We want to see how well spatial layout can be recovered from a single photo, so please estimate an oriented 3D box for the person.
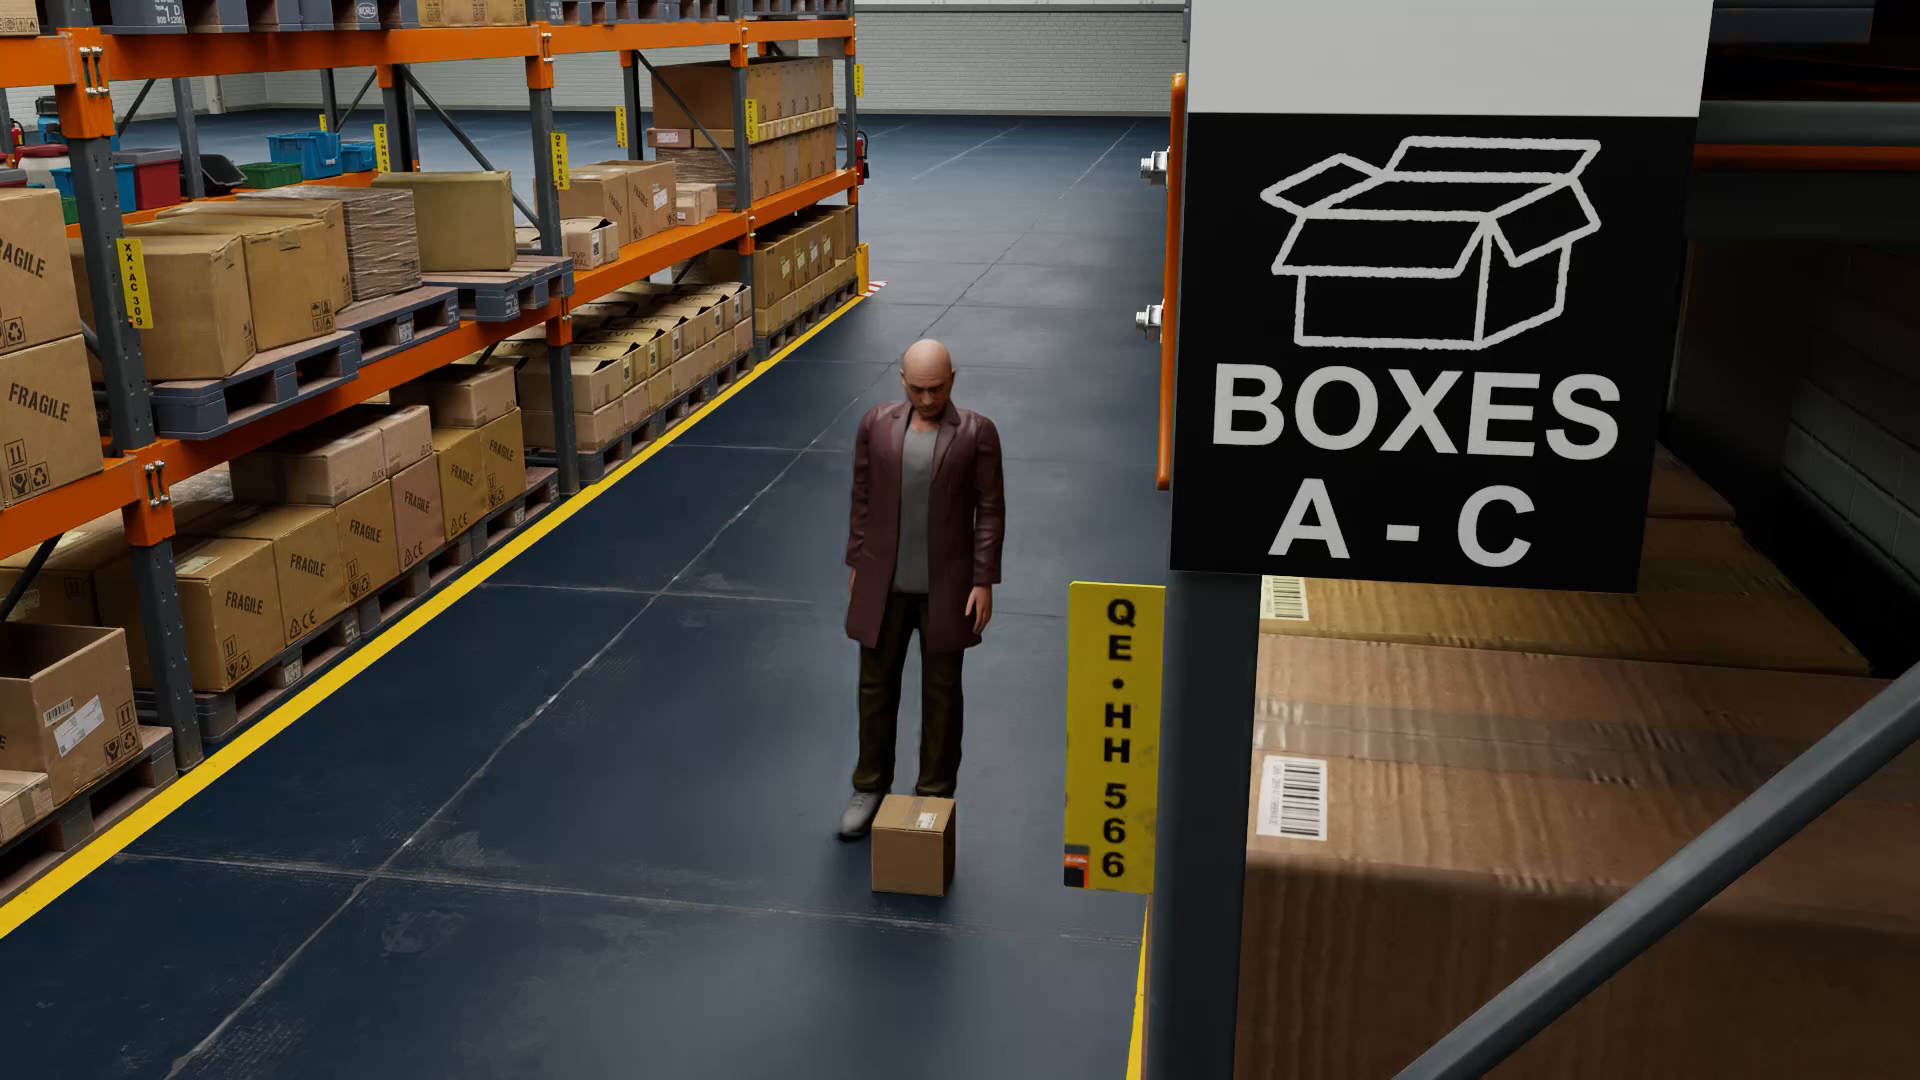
[{"bbox_3d":[-0.151,0.179,5.953,0.594,1.786,0.472,3,18,9],"label":"person"}]
